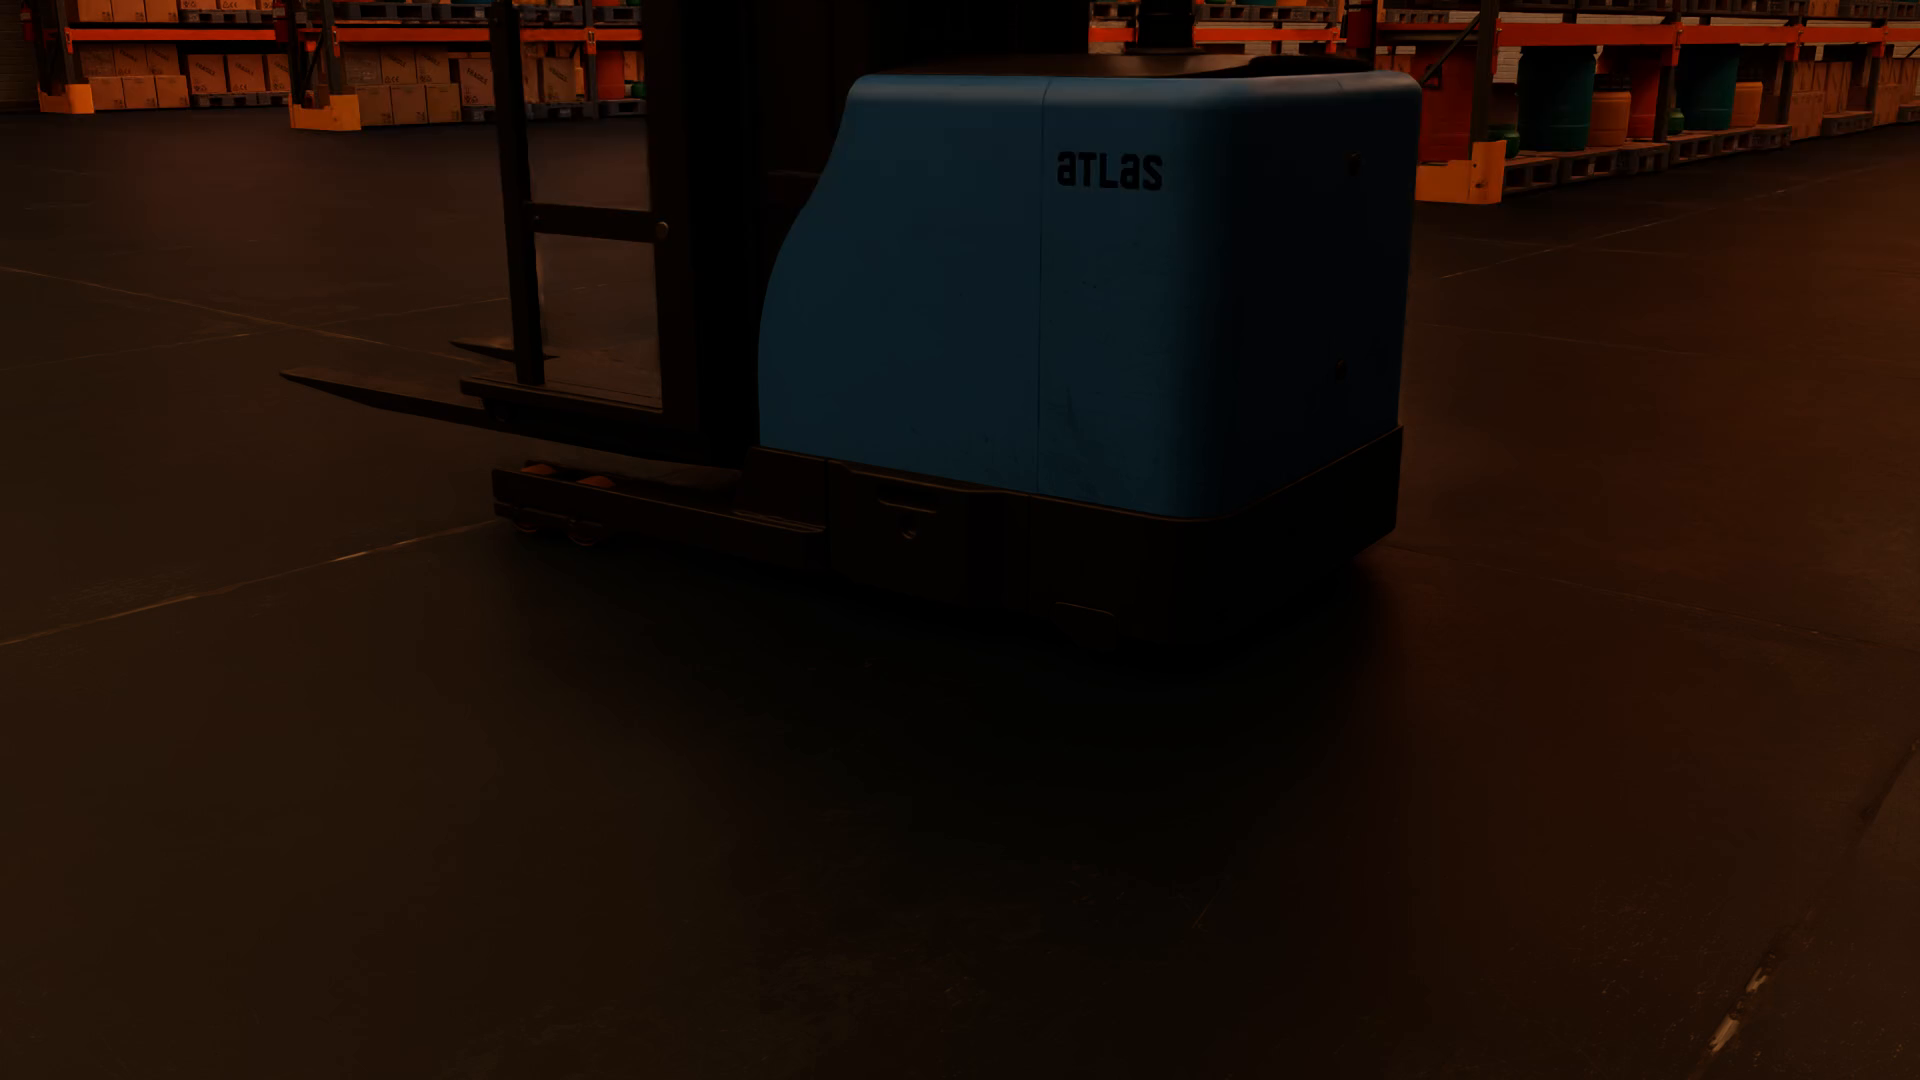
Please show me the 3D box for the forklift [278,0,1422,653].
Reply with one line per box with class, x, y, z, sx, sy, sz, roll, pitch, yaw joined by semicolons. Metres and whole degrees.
forklift;-0.511;-1.500;3.839;3.031;2.935;1.130;11;20;33
